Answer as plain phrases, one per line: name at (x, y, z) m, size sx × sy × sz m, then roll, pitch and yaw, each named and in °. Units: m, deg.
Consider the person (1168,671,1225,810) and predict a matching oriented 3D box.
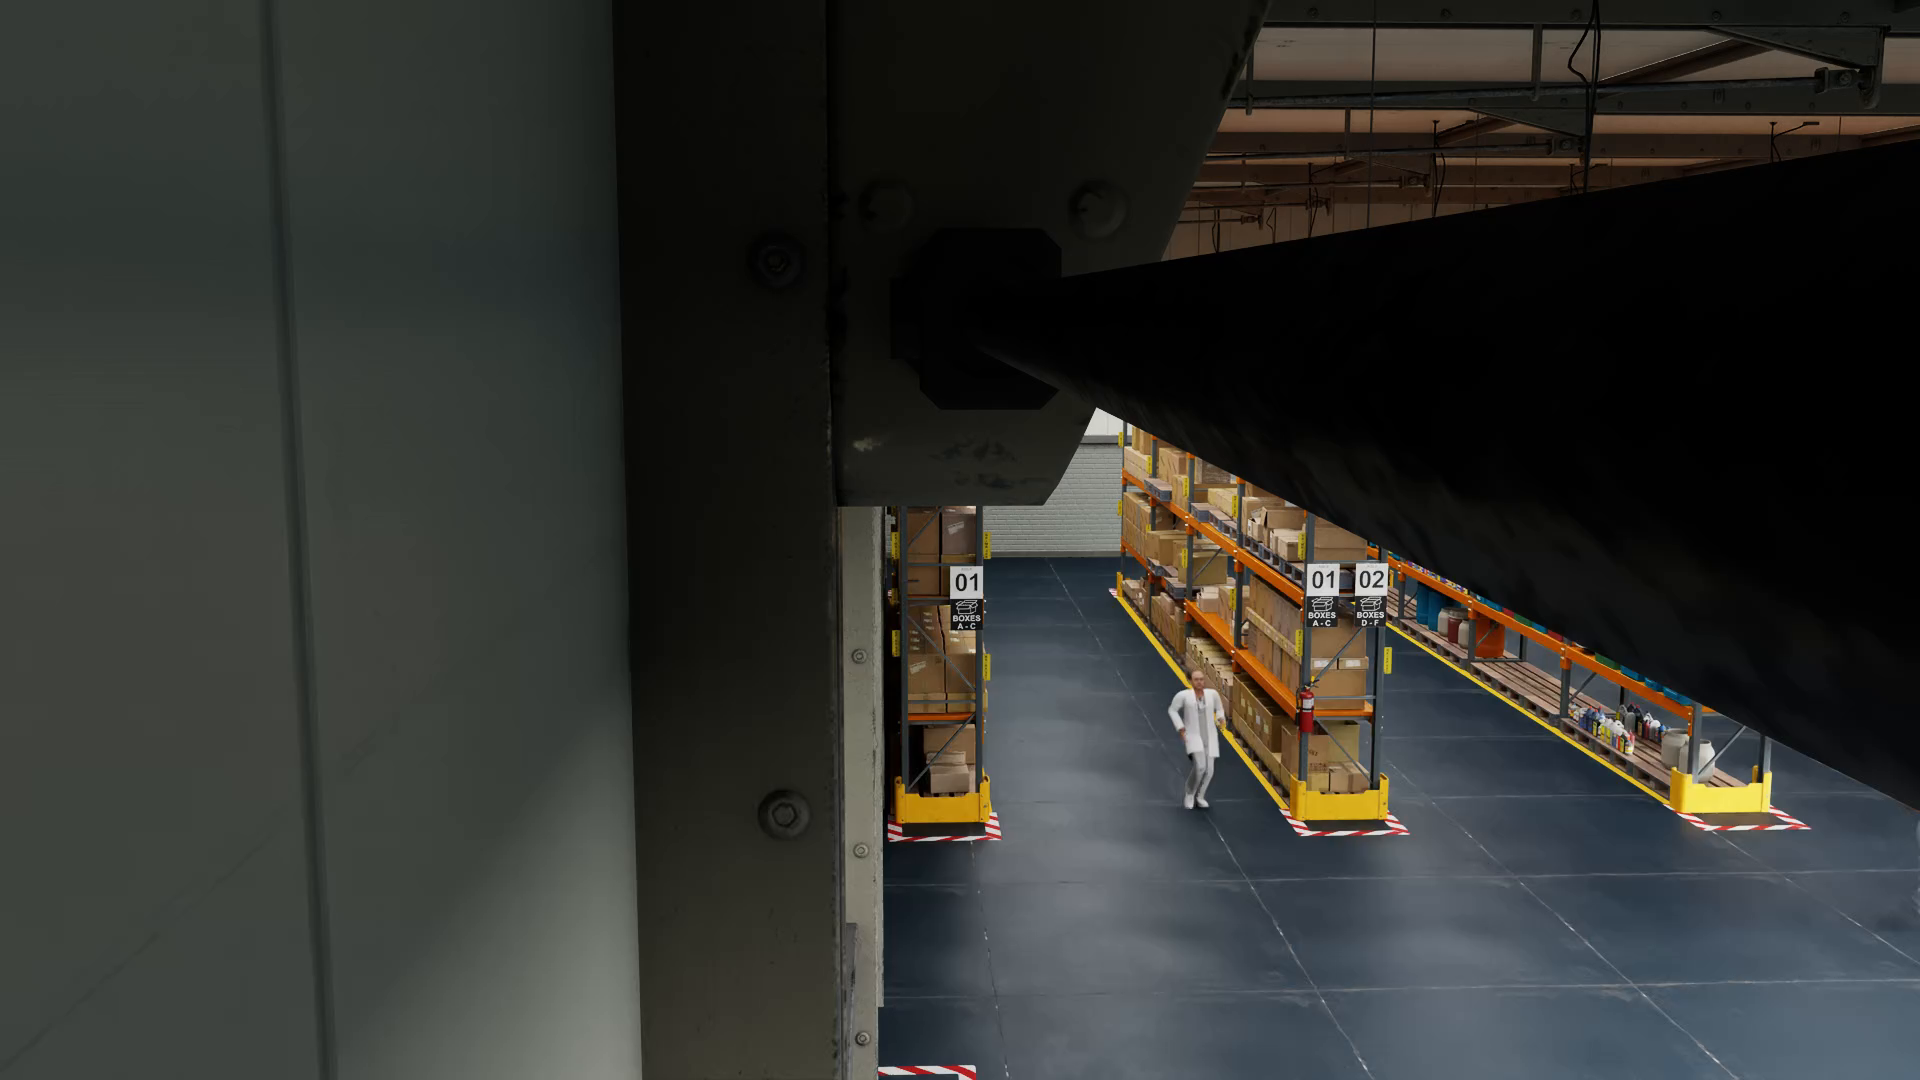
person at (3.047, 2.535, 21.085) m, size 0.702 × 1.745 × 0.629 m, roll -1°, pitch 8°, yaw -9°
